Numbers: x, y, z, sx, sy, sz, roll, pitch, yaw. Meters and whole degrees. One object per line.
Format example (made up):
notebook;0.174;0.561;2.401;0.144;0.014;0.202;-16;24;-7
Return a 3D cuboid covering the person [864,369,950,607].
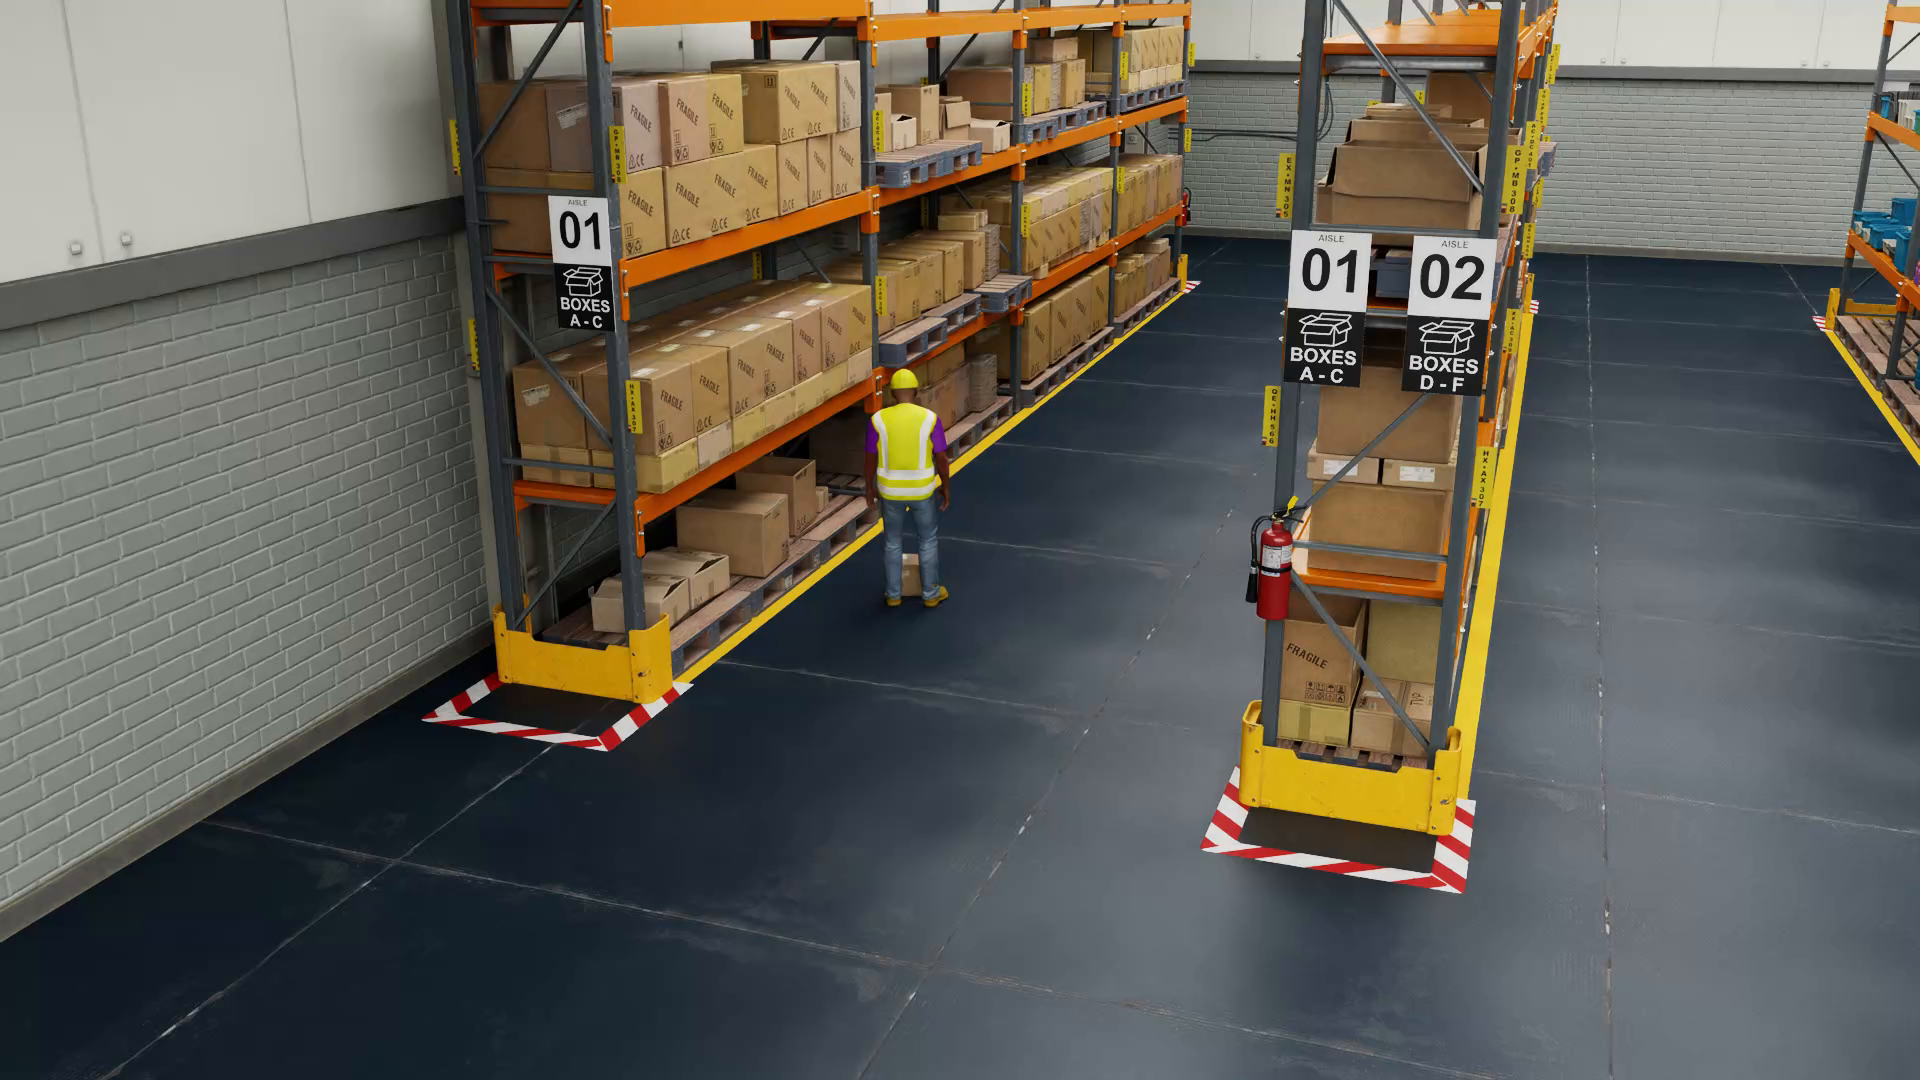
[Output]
person;-0.383;-0.377;12.158;0.625;1.759;0.463;1;19;4
